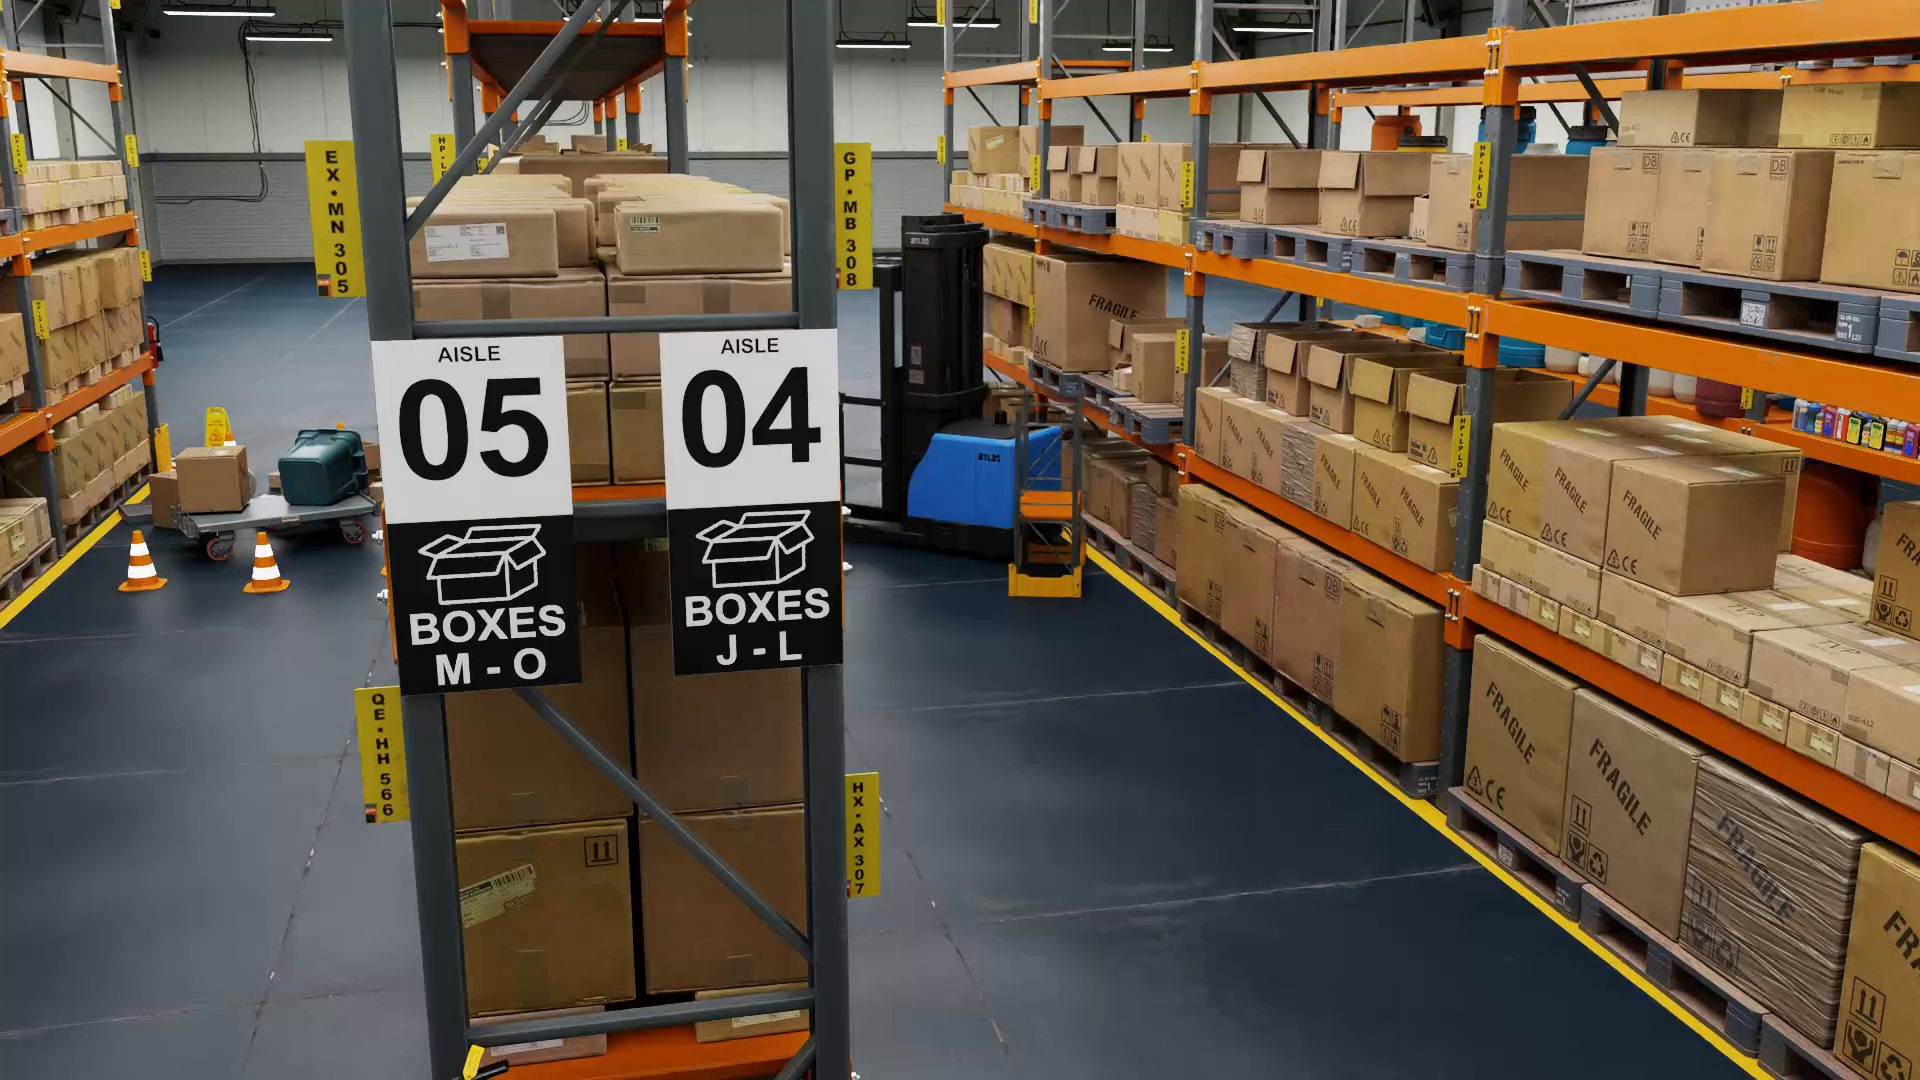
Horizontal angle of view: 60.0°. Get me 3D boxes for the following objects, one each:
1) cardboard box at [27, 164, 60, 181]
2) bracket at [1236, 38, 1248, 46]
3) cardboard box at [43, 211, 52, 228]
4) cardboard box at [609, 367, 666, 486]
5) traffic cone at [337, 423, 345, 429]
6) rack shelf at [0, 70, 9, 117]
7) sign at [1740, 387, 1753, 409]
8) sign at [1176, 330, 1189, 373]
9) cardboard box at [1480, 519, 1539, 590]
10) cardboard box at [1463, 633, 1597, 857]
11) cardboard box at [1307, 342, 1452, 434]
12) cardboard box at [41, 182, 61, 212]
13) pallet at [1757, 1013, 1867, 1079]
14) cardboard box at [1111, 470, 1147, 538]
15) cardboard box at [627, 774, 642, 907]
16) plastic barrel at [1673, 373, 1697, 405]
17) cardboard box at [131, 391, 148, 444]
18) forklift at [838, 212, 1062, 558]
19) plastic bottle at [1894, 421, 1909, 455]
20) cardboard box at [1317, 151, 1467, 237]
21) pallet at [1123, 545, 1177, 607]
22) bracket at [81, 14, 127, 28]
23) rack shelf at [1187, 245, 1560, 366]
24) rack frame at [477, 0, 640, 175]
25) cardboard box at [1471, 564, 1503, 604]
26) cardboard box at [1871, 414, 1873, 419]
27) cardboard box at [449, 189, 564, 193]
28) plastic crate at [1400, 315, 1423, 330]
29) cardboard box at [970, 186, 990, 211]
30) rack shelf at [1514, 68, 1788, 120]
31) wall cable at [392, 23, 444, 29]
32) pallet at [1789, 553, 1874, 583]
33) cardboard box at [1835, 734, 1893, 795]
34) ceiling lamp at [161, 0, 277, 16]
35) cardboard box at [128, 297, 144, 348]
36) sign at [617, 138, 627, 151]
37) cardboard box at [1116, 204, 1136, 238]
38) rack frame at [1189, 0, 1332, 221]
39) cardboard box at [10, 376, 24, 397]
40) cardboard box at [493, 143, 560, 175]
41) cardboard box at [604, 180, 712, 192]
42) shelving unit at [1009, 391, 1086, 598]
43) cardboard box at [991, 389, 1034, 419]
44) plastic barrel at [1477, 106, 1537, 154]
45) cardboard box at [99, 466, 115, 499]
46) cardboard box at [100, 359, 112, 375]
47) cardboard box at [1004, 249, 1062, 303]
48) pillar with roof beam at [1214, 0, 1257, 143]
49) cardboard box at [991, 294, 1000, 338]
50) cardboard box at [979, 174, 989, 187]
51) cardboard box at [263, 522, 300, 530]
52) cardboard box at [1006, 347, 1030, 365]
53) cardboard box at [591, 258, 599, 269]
[{"bbox_3d":[-8.424,-3.336,15.114,0.380,0.149,0.250,-4,14,-15],"label":"cardboard box"},{"bbox_3d":[8.468,-14.945,49.876,0.235,0.232,0.430,-3,14,-13],"label":"bracket"},{"bbox_3d":[-8.410,-2.882,14.934,0.380,0.149,0.250,-3,14,-11],"label":"cardboard box"},{"bbox_3d":[-0.633,-0.320,4.234,0.500,0.250,0.500,-3,14,-11],"label":"cardboard box"},{"bbox_3d":[-6.967,-1.090,18.737,0.336,0.463,0.334,-3,14,-13],"label":"traffic cone"},{"bbox_3d":[-7.912,-3.196,11.728,1.077,0.370,4.000,-3,14,-13],"label":"rack shelf"},{"bbox_3d":[6.472,-1.239,13.658,0.100,0.325,0.005,-3,14,-13],"label":"sign"},{"bbox_3d":[1.665,-1.408,12.419,0.100,0.325,0.005,-3,14,-13],"label":"sign"},{"bbox_3d":[2.985,0.058,8.382,0.500,0.250,0.500,-4,14,-14],"label":"cardboard box"},{"bbox_3d":[3.207,0.991,8.464,0.875,0.875,0.875,-3,14,-13],"label":"cardboard box"},{"bbox_3d":[2.661,-0.978,10.607,0.797,0.503,0.637,-3,14,-11],"label":"cardboard box"},{"bbox_3d":[-8.349,-3.051,14.785,0.500,0.250,0.500,-3,14,-14],"label":"cardboard box"},{"bbox_3d":[3.805,2.104,6.194,1.003,0.211,1.213,-3,14,-13],"label":"pallet"},{"bbox_3d":[1.731,-0.327,14.607,0.700,0.500,0.500,-2,14,-8],"label":"cardboard box"},{"bbox_3d":[-0.763,0.748,5.029,0.500,0.500,0.500,-3,14,-13],"label":"cardboard box"},{"bbox_3d":[6.555,-1.472,14.719,0.421,0.512,0.421,0,14,0],"label":"plastic barrel"},{"bbox_3d":[-8.880,-1.272,17.464,0.500,0.500,0.500,-3,14,-13],"label":"cardboard box"},{"bbox_3d":[-0.606,-1.497,15.200,3.031,2.935,1.130,8,16,29],"label":"forklift"},{"bbox_3d":[7.010,-0.770,12.354,0.097,0.271,0.097,0,14,0],"label":"plastic bottle"},{"bbox_3d":[2.691,-2.157,10.338,0.797,0.503,0.637,-3,14,-14],"label":"cardboard box"},{"bbox_3d":[2.008,0.258,13.749,1.003,0.211,1.213,-3,14,-13],"label":"pallet"},{"bbox_3d":[-20.856,-12.634,40.419,0.076,0.066,4.783,-3,14,-13],"label":"bracket"},{"bbox_3d":[2.660,-1.563,10.521,1.077,0.370,4.000,-3,14,-13],"label":"rack shelf"},{"bbox_3d":[-2.655,-3.577,10.932,1.000,3.000,0.127,-3,14,-13],"label":"rack frame"},{"bbox_3d":[2.876,0.215,8.577,0.380,0.149,0.250,-3,14,-13],"label":"cardboard box"},{"bbox_3d":[10.560,-1.353,19.378,0.500,0.250,0.500,-3,14,-13],"label":"cardboard box"},{"bbox_3d":[-1.410,-0.996,5.108,0.380,0.149,0.250,-3,14,-12],"label":"cardboard box"},{"bbox_3d":[5.681,-2.717,20.363,0.499,0.251,0.408,-3,14,-13],"label":"plastic crate"},{"bbox_3d":[0.413,-3.787,18.428,0.500,0.250,0.500,-3,14,-13],"label":"cardboard box"},{"bbox_3d":[6.535,-4.024,15.119,1.077,0.370,4.000,-3,14,-13],"label":"rack shelf"},{"bbox_3d":[-15.672,-15.787,47.226,3.097,2.526,0.112,-3,14,-13],"label":"wall cable"},{"bbox_3d":[7.230,0.342,13.406,1.003,0.211,1.213,-3,14,-13],"label":"pallet"},{"bbox_3d":[3.487,0.812,6.136,0.380,0.149,0.250,-3,14,-12],"label":"cardboard box"},{"bbox_3d":[-14.240,-11.663,31.730,2.000,3.185,0.800,-3,14,-13],"label":"ceiling lamp"},{"bbox_3d":[-8.926,-2.293,17.476,0.500,0.500,0.500,-4,14,-14],"label":"cardboard box"},{"bbox_3d":[-3.069,-3.479,15.099,0.100,0.325,0.005,-3,14,-13],"label":"sign"},{"bbox_3d":[1.595,-2.626,13.675,0.500,0.250,0.500,-3,14,-12],"label":"cardboard box"},{"bbox_3d":[2.190,-3.831,11.968,1.000,3.000,0.127,-3,14,-13],"label":"rack frame"},{"bbox_3d":[-7.993,-1.265,13.753,0.380,0.149,0.250,-3,14,-12],"label":"cardboard box"},{"bbox_3d":[-2.608,-2.256,10.021,0.396,0.266,0.258,-3,14,-13],"label":"cardboard box"},{"bbox_3d":[-1.123,-1.264,6.206,0.380,0.149,0.250,-4,14,-15],"label":"cardboard box"},{"bbox_3d":[0.737,-0.399,13.722,0.587,1.500,1.083,1,14,6],"label":"shelving unit"},{"bbox_3d":[0.616,-1.470,19.331,0.500,0.500,0.500,0,14,2],"label":"cardboard box"},{"bbox_3d":[5.936,-4.255,18.086,0.600,0.901,0.708,-3,14,-13],"label":"plastic barrel"},{"bbox_3d":[-8.522,-0.551,16.093,0.500,0.250,0.500,-3,14,-14],"label":"cardboard box"},{"bbox_3d":[-8.657,-1.722,16.507,0.380,0.149,0.250,-3,14,-14],"label":"cardboard box"},{"bbox_3d":[0.759,-2.722,17.125,0.500,0.500,0.500,-3,14,-13],"label":"cardboard box"},{"bbox_3d":[4.531,-13.072,49.794,9.100,9.000,0.548,-3,14,-13],"label":"pillar with roof beam"},{"bbox_3d":[0.829,-2.484,18.260,0.875,0.500,0.500,-3,14,-13],"label":"cardboard box"},{"bbox_3d":[0.424,-3.961,18.300,0.380,0.149,0.250,-4,14,-16],"label":"cardboard box"},{"bbox_3d":[-6.487,-0.266,15.779,0.396,0.266,0.258,10,17,35],"label":"cardboard box"},{"bbox_3d":[0.698,-1.921,17.321,0.380,0.149,0.250,-3,14,-13],"label":"cardboard box"},{"bbox_3d":[-1.253,-0.655,4.552,0.500,0.250,0.500,-4,14,-15],"label":"cardboard box"}]
